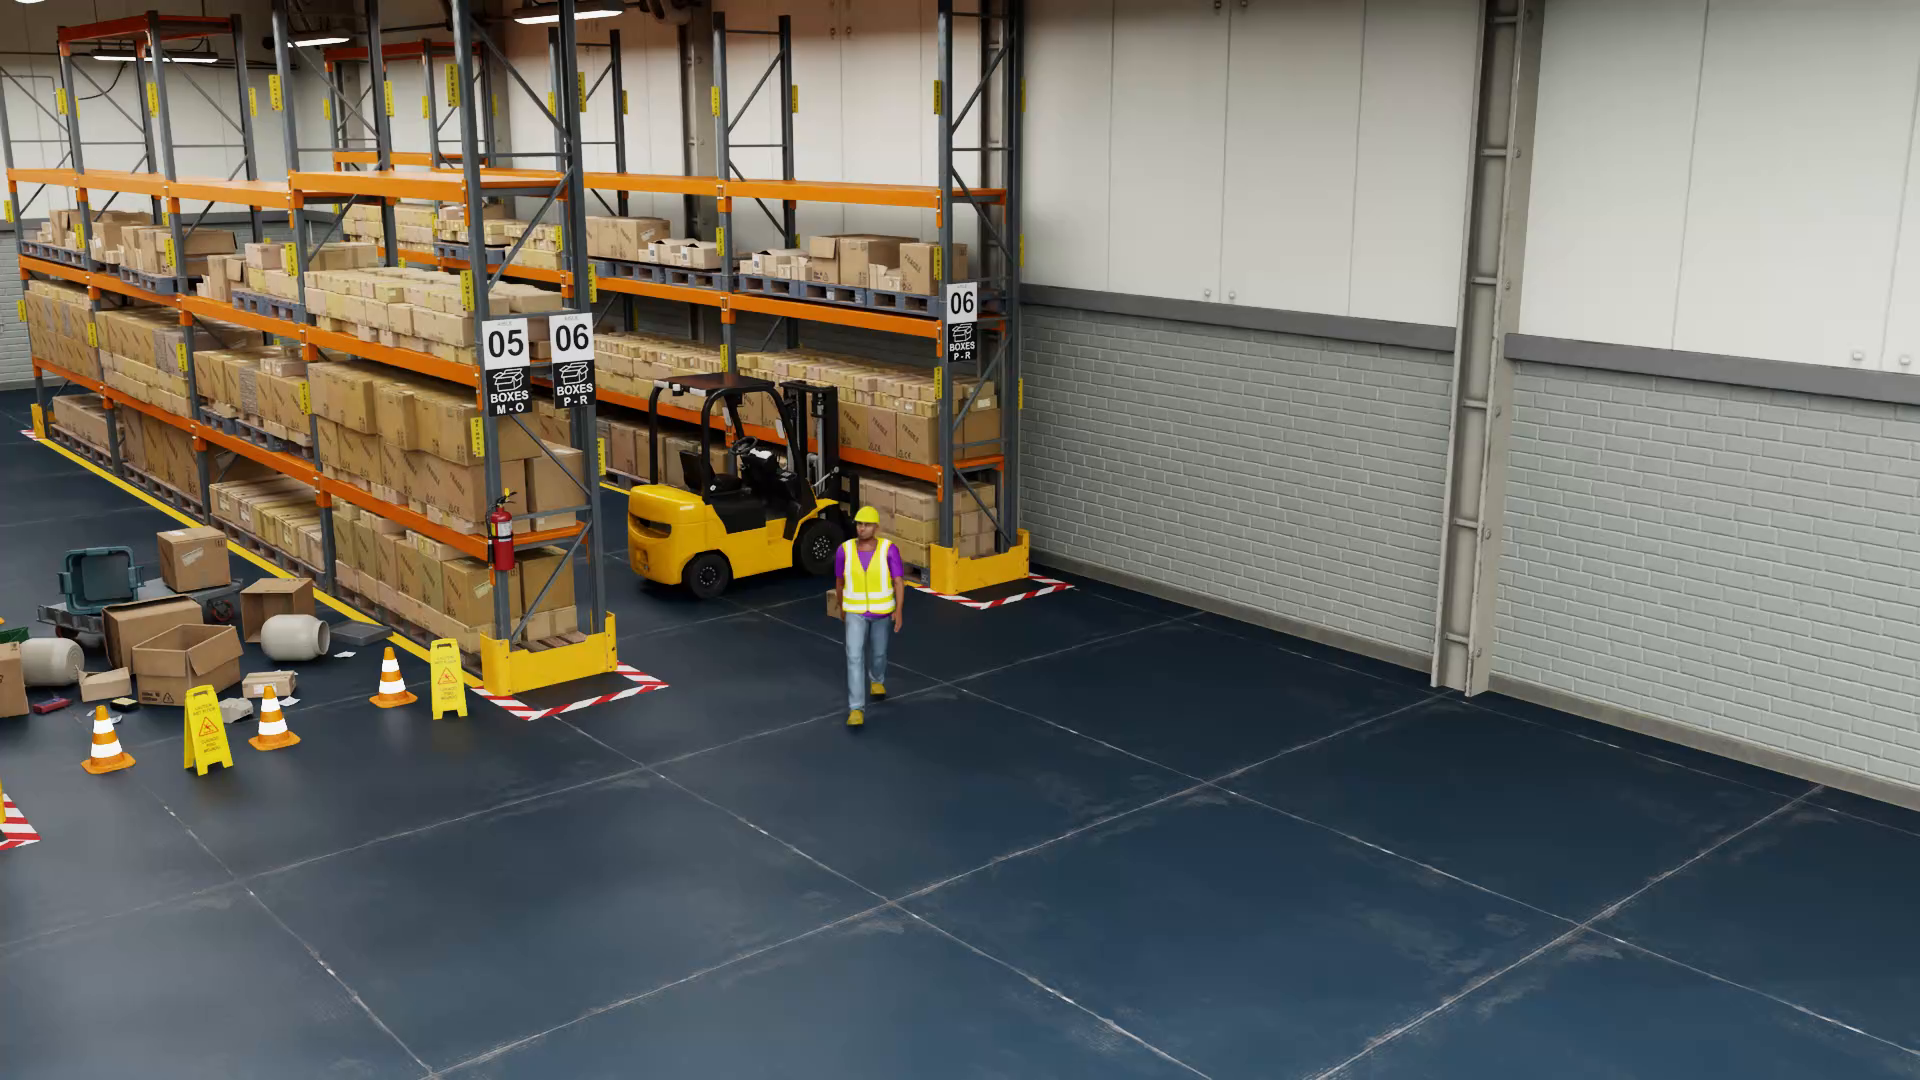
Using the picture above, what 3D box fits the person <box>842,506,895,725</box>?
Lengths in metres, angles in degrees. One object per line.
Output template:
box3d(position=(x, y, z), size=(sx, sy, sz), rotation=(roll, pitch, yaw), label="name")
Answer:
box3d(position=(-0.747, 0.584, 13.599), size=(0.435, 1.717, 1.043), rotation=(-1, 14, -2), label="person")
